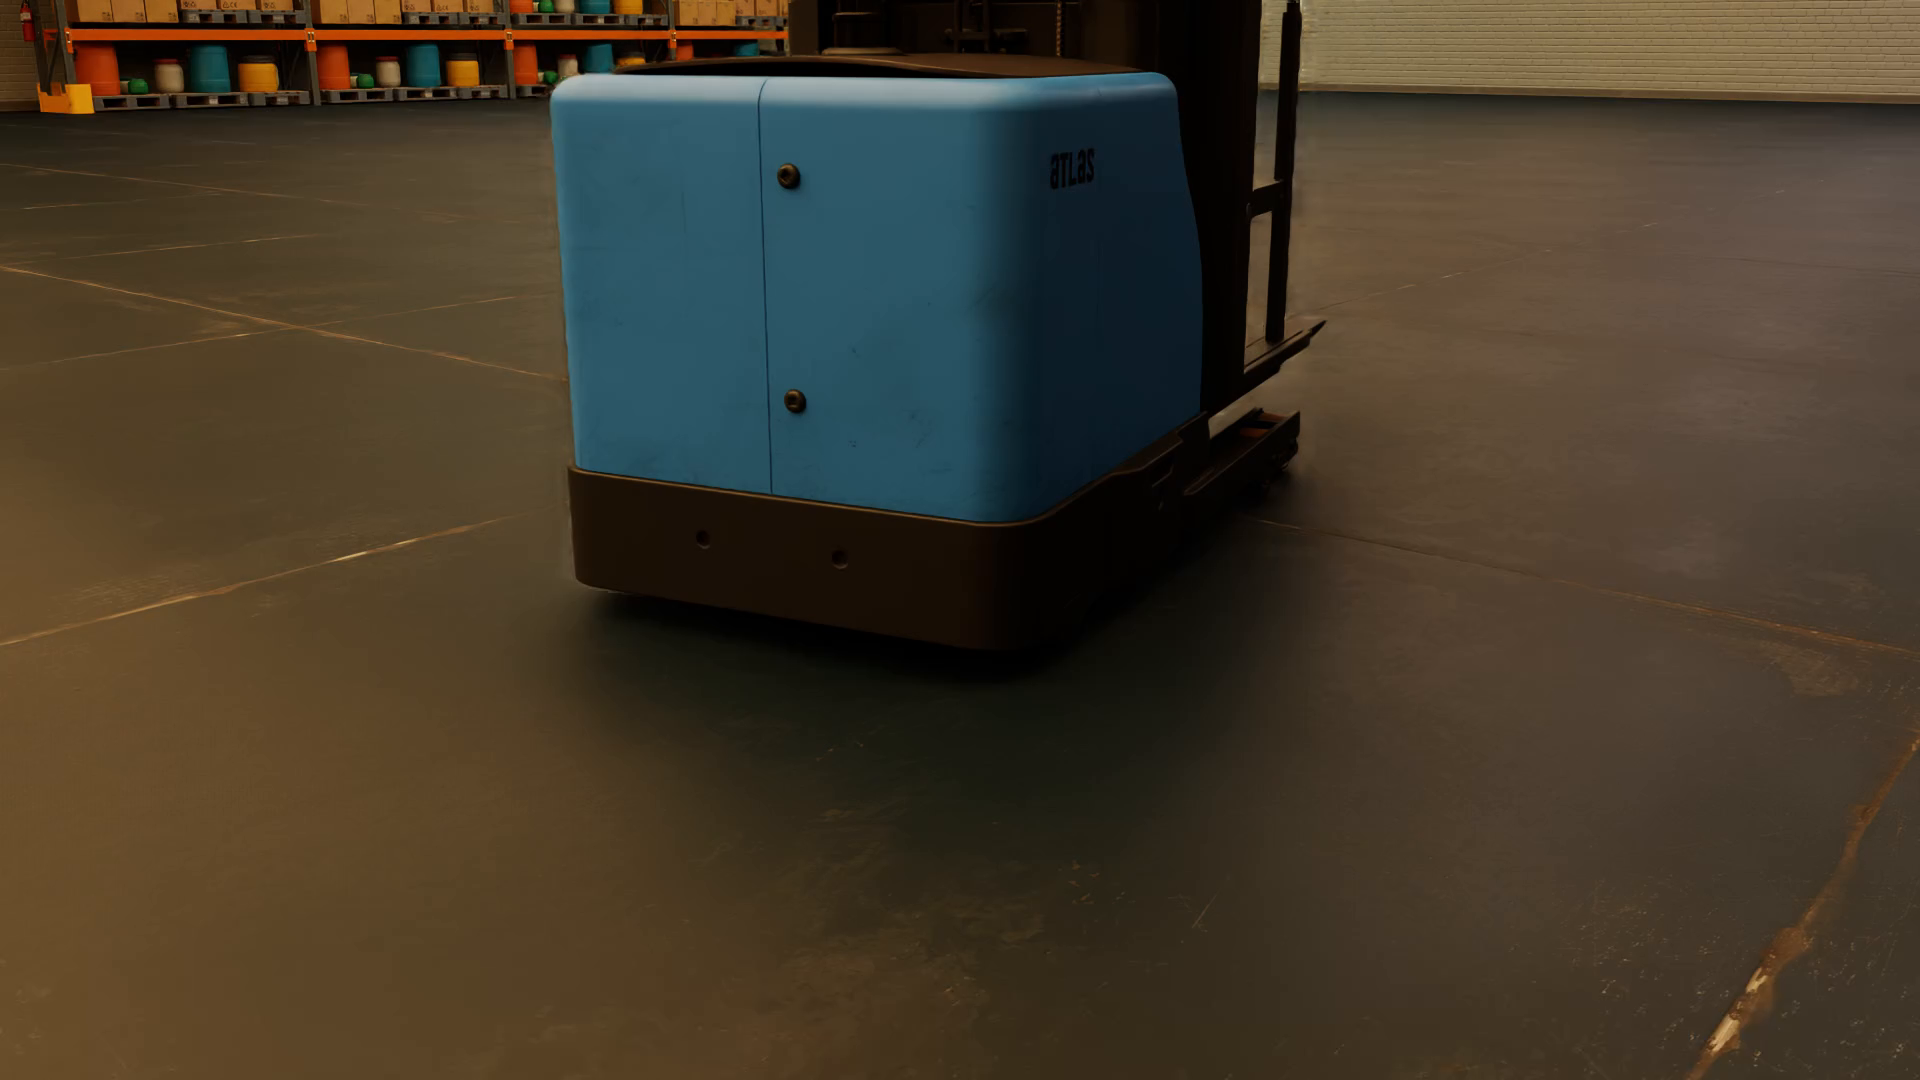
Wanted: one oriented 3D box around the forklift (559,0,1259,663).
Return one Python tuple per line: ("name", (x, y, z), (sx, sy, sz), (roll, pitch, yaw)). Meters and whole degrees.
("forklift", (0.182, -1.571, 4.072), (1.130, 2.935, 3.031), (5, 18, 17))
